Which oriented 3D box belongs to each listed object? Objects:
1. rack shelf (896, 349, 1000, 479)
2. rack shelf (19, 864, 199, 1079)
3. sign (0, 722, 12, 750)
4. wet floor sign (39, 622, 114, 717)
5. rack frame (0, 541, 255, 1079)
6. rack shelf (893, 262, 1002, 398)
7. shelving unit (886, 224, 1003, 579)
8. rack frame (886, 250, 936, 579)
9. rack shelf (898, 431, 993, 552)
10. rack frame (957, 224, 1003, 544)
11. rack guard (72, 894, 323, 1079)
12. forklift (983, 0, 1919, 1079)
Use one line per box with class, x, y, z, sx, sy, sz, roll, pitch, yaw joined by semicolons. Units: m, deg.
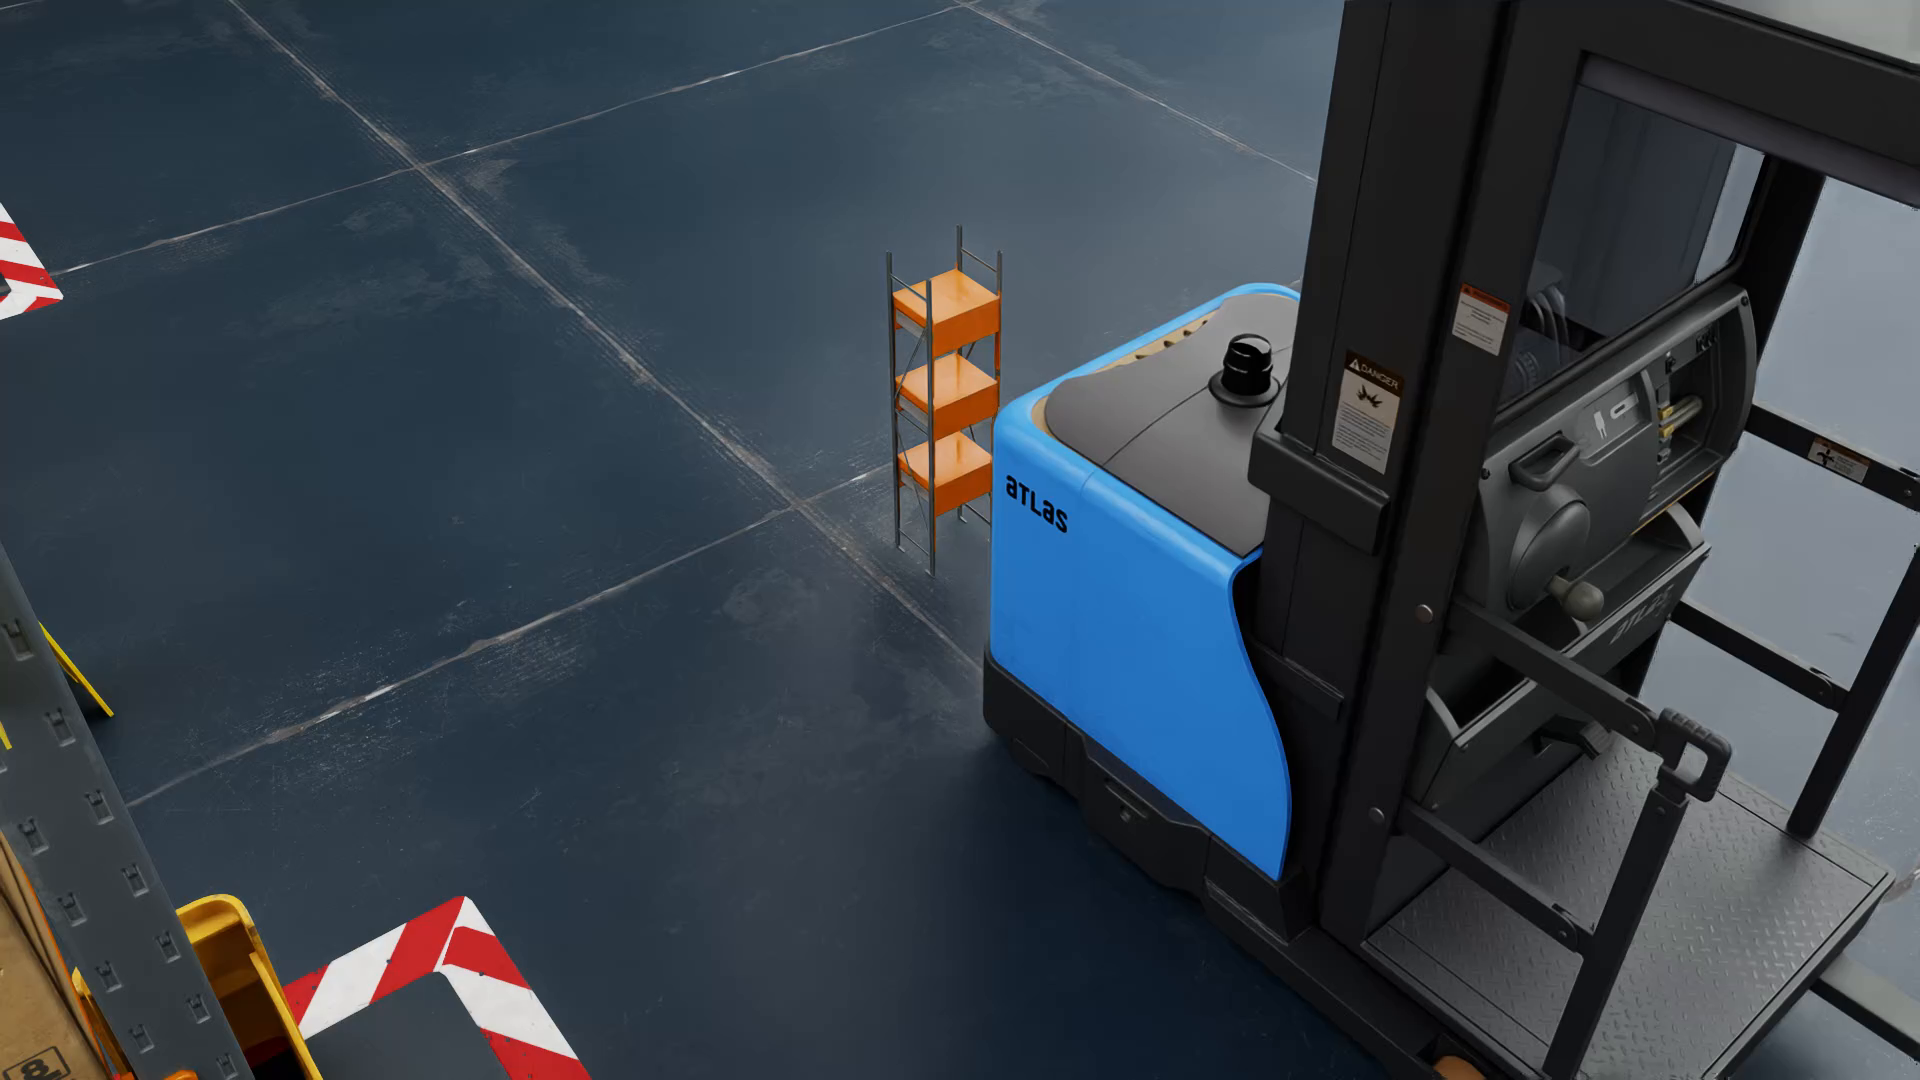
rack shelf;-0.042;-0.377;4.899;0.240;0.259;0.215;-26;46;-28
rack shelf;-2.946;1.385;1.764;4.000;0.370;1.077;-26;46;-28
sign;-1.040;0.073;1.696;0.005;0.325;0.100;-26;46;-28
wet floor sign;-2.544;0.237;4.452;0.267;0.644;0.232;30;48;31
rack frame;-1.360;0.334;2.478;0.127;3.000;1.000;-26;46;-28
rack shelf;-0.042;-0.596;4.719;0.240;0.259;0.215;-26;46;-28
shelving unit;-0.042;-0.385;4.892;0.252;1.050;0.215;-26;46;-28
rack frame;-0.139;-0.338;4.834;0.008;1.050;0.200;-26;46;-28
rack shelf;-0.042;-0.162;5.075;0.240;0.259;0.215;-26;46;-28
rack frame;0.054;-0.432;4.949;0.008;1.050;0.200;-26;46;-28
rack guard;-1.341;1.291;3.282;0.348;0.500;1.175;-26;46;-28
forklift;1.408;-0.105;3.067;1.130;2.935;3.031;-29;47;-30
